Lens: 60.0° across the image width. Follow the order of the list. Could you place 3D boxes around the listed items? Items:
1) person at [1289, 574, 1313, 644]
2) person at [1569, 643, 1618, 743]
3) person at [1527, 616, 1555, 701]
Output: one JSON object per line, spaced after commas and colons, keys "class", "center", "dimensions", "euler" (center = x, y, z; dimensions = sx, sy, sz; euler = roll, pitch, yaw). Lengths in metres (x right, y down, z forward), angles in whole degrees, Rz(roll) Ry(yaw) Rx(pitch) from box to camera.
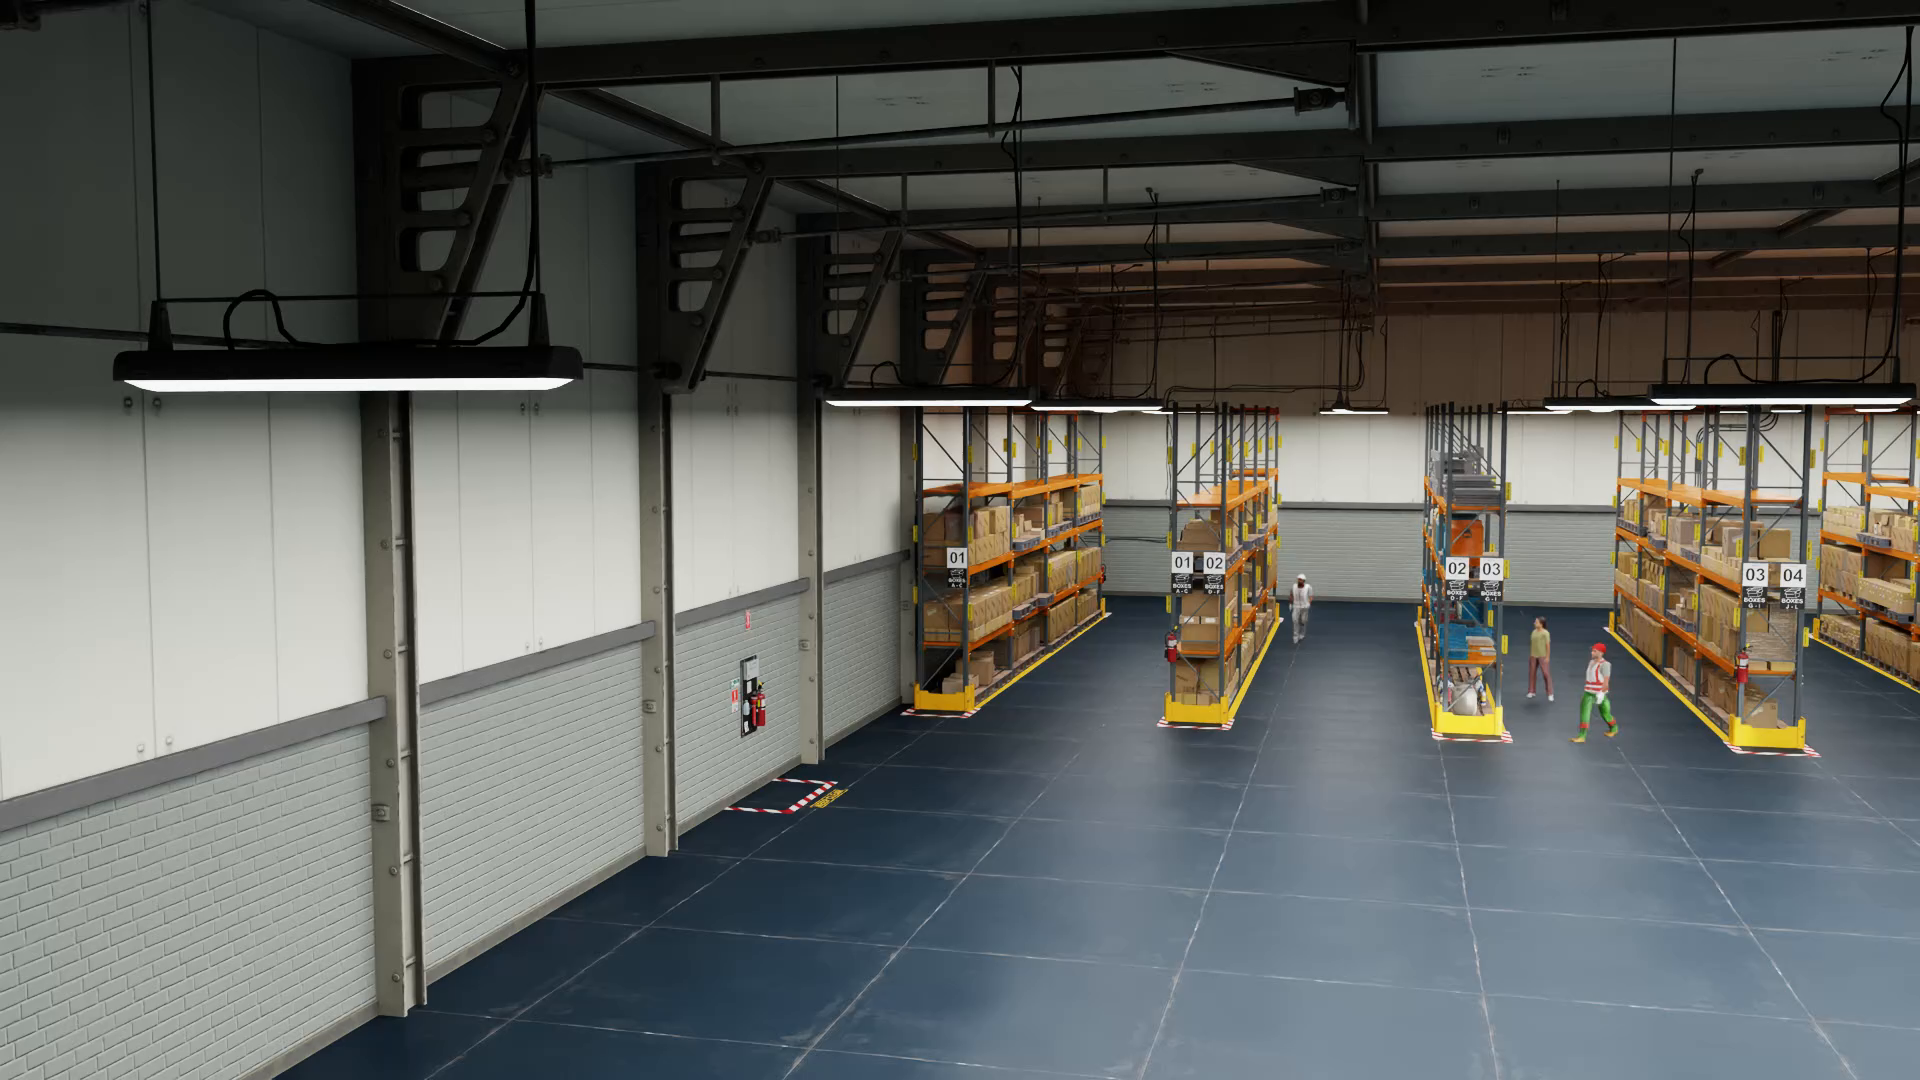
{"class": "person", "center": [8.690, 1.760, 42.364], "dimensions": [0.607, 1.808, 0.878], "euler": [1, 4, 15]}
{"class": "person", "center": [11.206, 2.691, 29.232], "dimensions": [1.045, 1.758, 0.498], "euler": [-4, 6, -40]}
{"class": "person", "center": [11.839, 2.396, 33.790], "dimensions": [0.403, 1.675, 0.649], "euler": [-4, 6, -43]}
